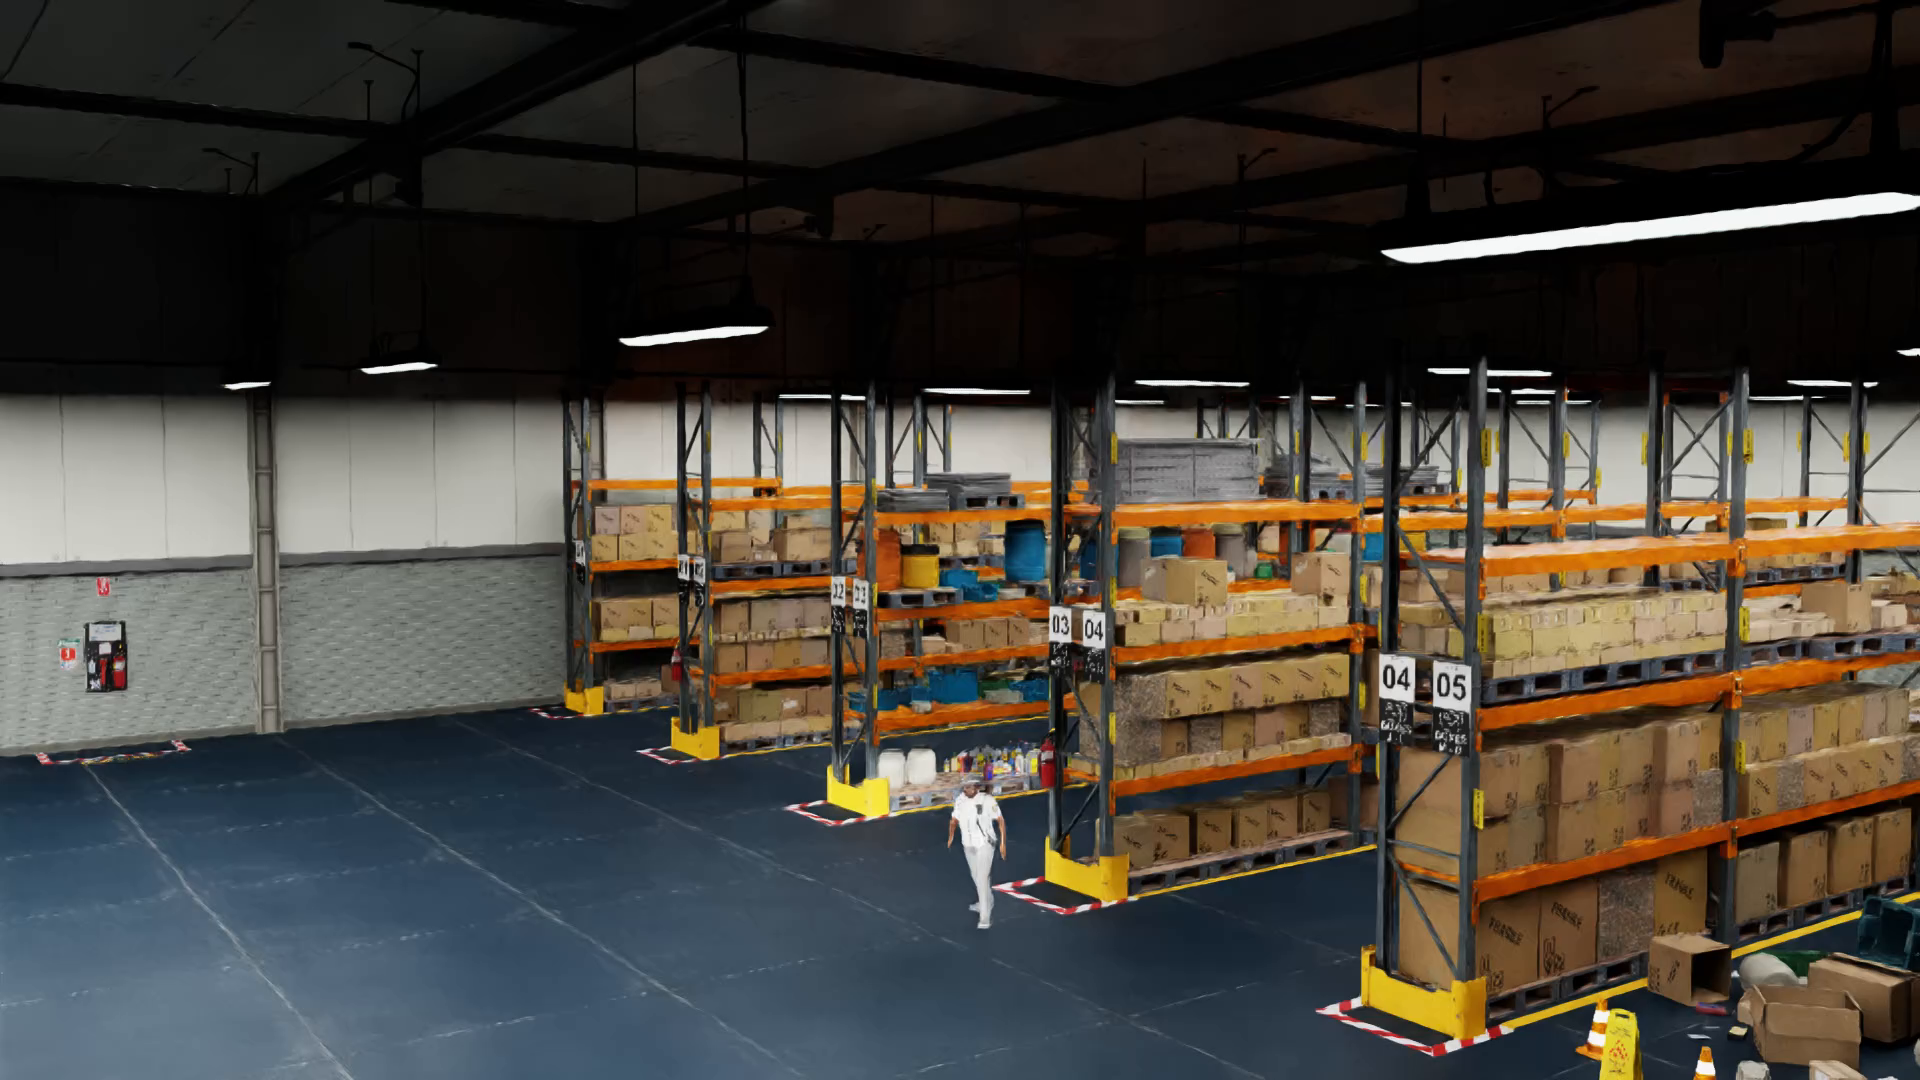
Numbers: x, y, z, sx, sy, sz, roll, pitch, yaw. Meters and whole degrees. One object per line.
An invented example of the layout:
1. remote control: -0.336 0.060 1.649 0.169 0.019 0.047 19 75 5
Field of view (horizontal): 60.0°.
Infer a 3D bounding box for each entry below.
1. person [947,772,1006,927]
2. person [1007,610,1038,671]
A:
1. person: 0.226 3.221 17.621 0.625 1.608 0.815 3 5 37
2. person: 1.244 2.204 33.075 1.130 1.643 0.540 -3 5 -37
